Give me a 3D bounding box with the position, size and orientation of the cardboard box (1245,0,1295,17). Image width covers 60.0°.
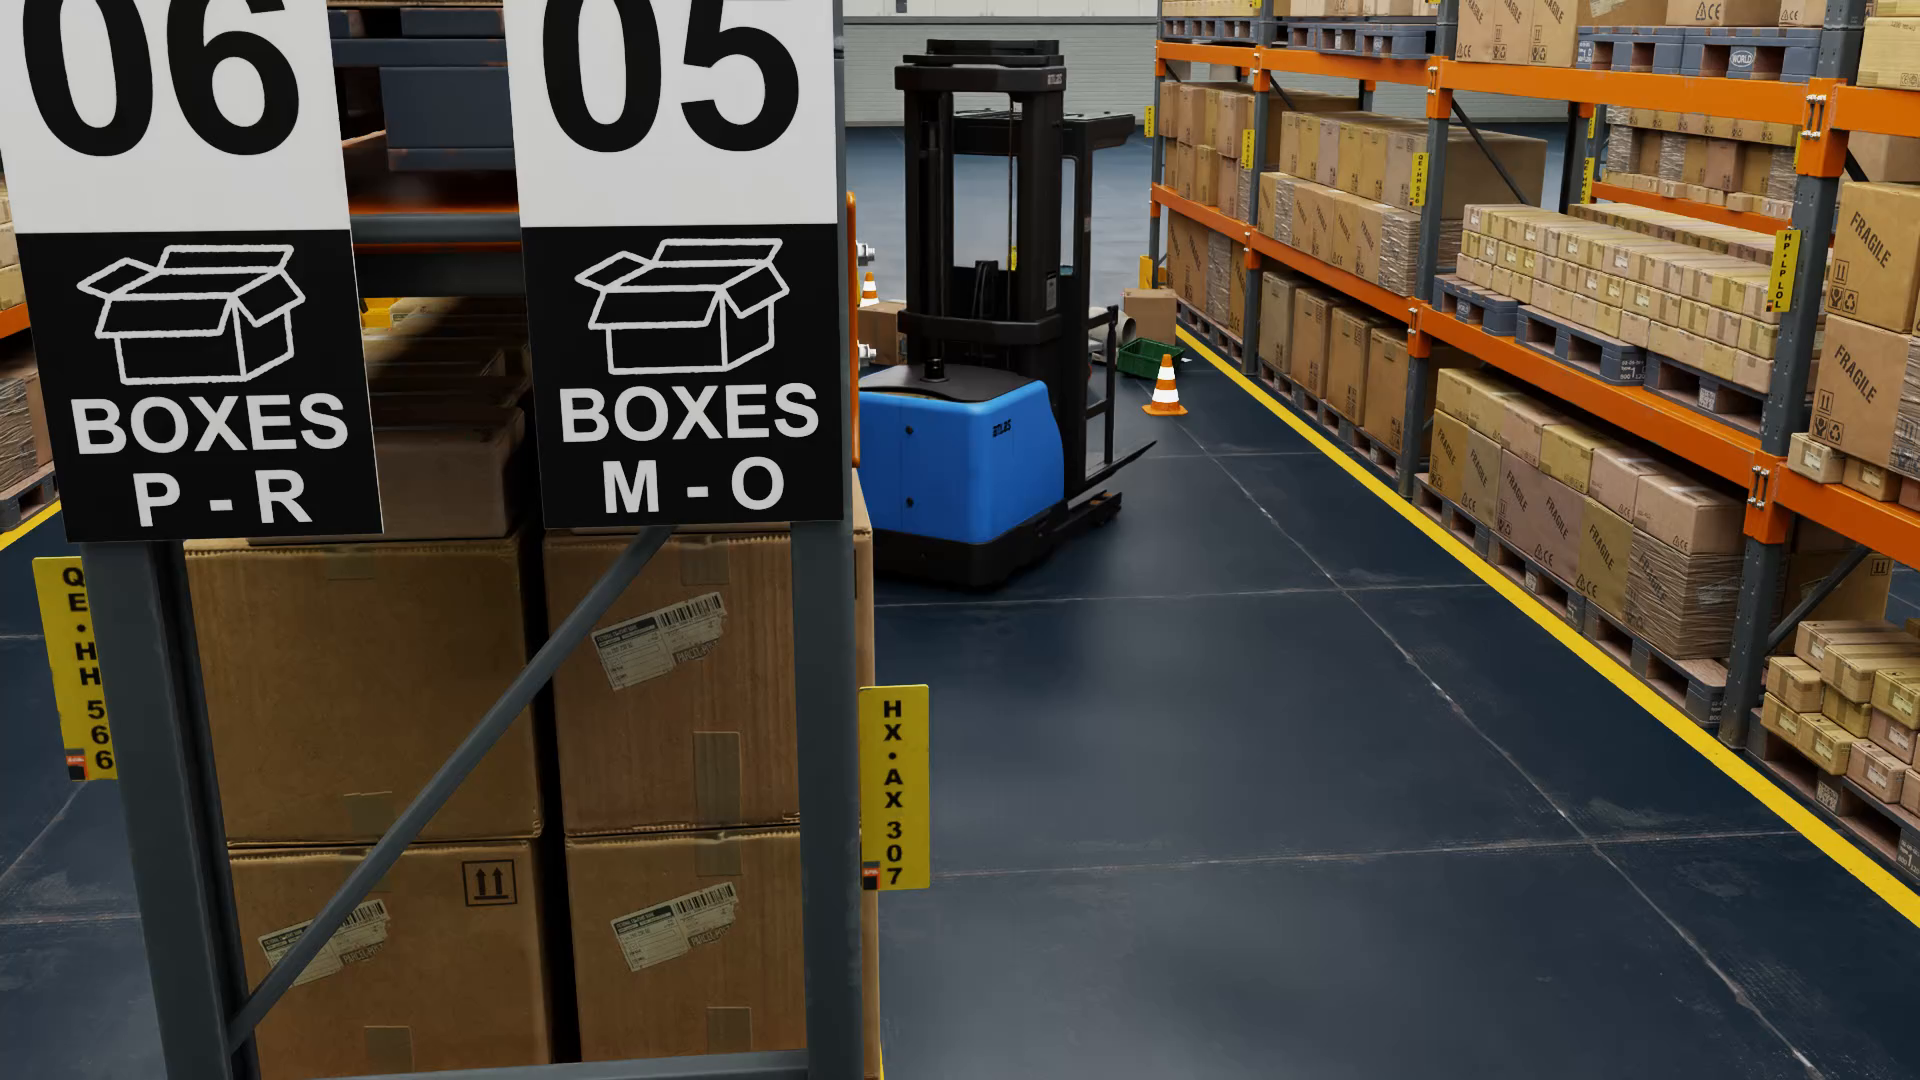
[{"bbox_3d":[2.672,-4.585,14.318,0.380,0.149,0.250,-2,18,-6],"label":"cardboard box"}]

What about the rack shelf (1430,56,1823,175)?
[{"bbox_3d":[3.647,-2.227,8.458,1.077,0.370,4.000,-2,18,-6],"label":"rack shelf"}]

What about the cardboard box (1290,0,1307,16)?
[{"bbox_3d":[2.842,-4.355,13.389,0.258,0.266,0.396,-2,18,-7],"label":"cardboard box"}]

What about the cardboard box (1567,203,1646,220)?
[{"bbox_3d":[3.947,-1.968,10.163,0.380,0.149,0.250,-2,18,-8],"label":"cardboard box"}]

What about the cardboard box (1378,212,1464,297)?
[{"bbox_3d":[3.127,-1.909,11.083,0.500,0.500,0.500,-2,18,-6],"label":"cardboard box"}]

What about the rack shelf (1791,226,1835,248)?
[{"bbox_3d":[8.178,-2.111,13.095,1.077,0.370,4.000,-2,18,-6],"label":"rack shelf"}]

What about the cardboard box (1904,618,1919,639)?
[{"bbox_3d":[4.149,0.430,6.864,0.380,0.149,0.250,-1,17,-4],"label":"cardboard box"}]

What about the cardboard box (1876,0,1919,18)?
[{"bbox_3d":[3.664,-1.991,5.919,0.500,0.250,0.500,-1,17,-4],"label":"cardboard box"}]

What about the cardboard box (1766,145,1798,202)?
[{"bbox_3d":[7.987,-3.376,15.259,0.875,0.500,0.500,-2,18,-6],"label":"cardboard box"}]

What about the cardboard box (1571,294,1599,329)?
[{"bbox_3d":[3.450,-1.204,8.722,0.380,0.149,0.250,-2,18,-7],"label":"cardboard box"}]

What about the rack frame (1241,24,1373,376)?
[{"bbox_3d":[3.028,-2.927,14.493,1.000,3.000,0.127,-2,18,-6],"label":"rack frame"}]

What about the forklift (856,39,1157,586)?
[{"bbox_3d":[0.380,-1.542,10.194,1.130,2.935,3.031,9,20,27],"label":"forklift"}]

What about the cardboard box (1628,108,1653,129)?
[{"bbox_3d":[7.389,-4.587,17.448,0.500,0.500,0.500,-2,18,-6],"label":"cardboard box"}]

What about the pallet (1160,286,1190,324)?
[{"bbox_3d":[2.776,-2.553,17.956,1.003,0.211,1.213,-2,18,-6],"label":"pallet"}]

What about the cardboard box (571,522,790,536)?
[{"bbox_3d":[-0.409,-0.117,2.624,0.380,0.149,0.250,-1,17,-4],"label":"cardboard box"}]

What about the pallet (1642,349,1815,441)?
[{"bbox_3d":[3.919,-0.684,7.669,1.003,0.211,1.213,-2,18,-6],"label":"pallet"}]

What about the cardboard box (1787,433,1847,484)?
[{"bbox_3d":[3.557,-0.329,6.638,0.380,0.149,0.250,-1,17,-4],"label":"cardboard box"}]

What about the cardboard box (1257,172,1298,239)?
[{"bbox_3d":[2.814,-2.810,13.953,0.500,0.500,0.500,-2,17,-5],"label":"cardboard box"}]

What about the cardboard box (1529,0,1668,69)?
[{"bbox_3d":[3.350,-2.738,8.717,0.500,0.500,0.500,-2,18,-6],"label":"cardboard box"}]

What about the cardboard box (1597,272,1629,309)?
[{"bbox_3d":[3.476,-1.271,8.440,0.380,0.149,0.250,-2,18,-5],"label":"cardboard box"}]

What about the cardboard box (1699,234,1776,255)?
[{"bbox_3d":[4.104,-1.505,8.688,0.380,0.149,0.250,-1,17,-4],"label":"cardboard box"}]

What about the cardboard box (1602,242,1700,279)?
[{"bbox_3d":[3.484,-1.410,8.385,0.380,0.149,0.250,-3,18,-8],"label":"cardboard box"}]

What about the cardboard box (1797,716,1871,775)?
[{"bbox_3d":[3.598,0.814,6.636,0.380,0.149,0.250,-1,17,-4],"label":"cardboard box"}]

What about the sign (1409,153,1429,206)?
[{"bbox_3d":[2.889,-2.270,10.466,0.100,0.325,0.005,-2,18,-6],"label":"sign"}]

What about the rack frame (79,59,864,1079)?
[{"bbox_3d":[-0.648,0.831,2.522,1.000,3.000,0.127,-2,18,-6],"label":"rack frame"}]

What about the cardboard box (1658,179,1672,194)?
[{"bbox_3d":[7.487,-3.658,17.239,0.380,0.149,0.250,-2,18,-6],"label":"cardboard box"}]

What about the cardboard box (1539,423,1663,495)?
[{"bbox_3d":[3.416,-0.434,8.772,0.500,0.250,0.500,-3,18,-8],"label":"cardboard box"}]

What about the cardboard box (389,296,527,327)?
[{"bbox_3d":[-1.070,-0.482,3.787,0.380,0.149,0.250,-1,17,-4],"label":"cardboard box"}]

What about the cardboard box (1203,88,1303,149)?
[{"bbox_3d":[2.870,-4.108,16.201,0.875,0.550,0.500,-2,18,-6],"label":"cardboard box"}]

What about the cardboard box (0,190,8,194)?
[{"bbox_3d":[-6.293,-2.243,11.065,0.380,0.149,0.250,-1,17,-4],"label":"cardboard box"}]

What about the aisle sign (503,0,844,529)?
[{"bbox_3d":[-0.352,-0.397,2.093,0.394,0.787,0.004,-2,18,-6],"label":"aisle sign"}]

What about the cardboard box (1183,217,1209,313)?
[{"bbox_3d":[2.844,-2.843,17.073,0.875,0.875,0.875,-2,18,-7],"label":"cardboard box"}]

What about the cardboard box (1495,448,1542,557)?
[{"bbox_3d":[3.373,-0.222,9.349,0.500,0.500,0.500,-2,18,-7],"label":"cardboard box"}]

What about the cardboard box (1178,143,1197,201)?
[{"bbox_3d":[2.710,-3.747,16.855,0.875,0.550,0.550,-2,18,-6],"label":"cardboard box"}]

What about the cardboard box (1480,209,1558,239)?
[{"bbox_3d":[3.326,-1.876,9.870,0.380,0.149,0.250,-2,18,-7],"label":"cardboard box"}]

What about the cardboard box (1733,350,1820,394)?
[{"bbox_3d":[3.615,-0.736,7.233,0.380,0.149,0.250,-2,18,-7],"label":"cardboard box"}]

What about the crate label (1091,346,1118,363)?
[{"bbox_3d":[1.365,-1.711,15.399,0.250,0.136,0.298,16,24,42],"label":"crate label"}]

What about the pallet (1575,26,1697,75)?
[{"bbox_3d":[3.785,-2.381,8.060,1.213,0.211,1.003,-2,18,-6],"label":"pallet"}]

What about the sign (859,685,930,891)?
[{"bbox_3d":[-0.095,0.365,2.429,0.100,0.325,0.005,-2,18,-6],"label":"sign"}]

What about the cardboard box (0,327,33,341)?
[{"bbox_3d":[-6.685,-1.271,12.480,0.875,0.625,0.625,-2,18,-6],"label":"cardboard box"}]

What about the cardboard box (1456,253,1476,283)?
[{"bbox_3d":[3.286,-1.676,10.227,0.380,0.149,0.250,-2,18,-6],"label":"cardboard box"}]

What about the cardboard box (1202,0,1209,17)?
[{"bbox_3d":[2.514,-5.040,15.766,0.380,0.149,0.250,-2,18,-6],"label":"cardboard box"}]

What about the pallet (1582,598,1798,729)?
[{"bbox_3d":[3.771,0.555,8.057,1.003,0.211,1.213,-2,18,-6],"label":"pallet"}]

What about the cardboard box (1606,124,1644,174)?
[{"bbox_3d":[7.589,-4.267,18.097,0.875,0.500,0.500,-2,18,-6],"label":"cardboard box"}]

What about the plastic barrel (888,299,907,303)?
[{"bbox_3d":[-0.579,-2.138,16.281,0.512,0.421,0.421,11,21,32],"label":"plastic barrel"}]

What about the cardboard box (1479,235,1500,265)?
[{"bbox_3d":[3.321,-1.727,9.892,0.380,0.149,0.250,-1,17,-3],"label":"cardboard box"}]

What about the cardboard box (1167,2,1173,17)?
[{"bbox_3d":[2.359,-5.490,17.201,0.380,0.149,0.250,-2,18,-5],"label":"cardboard box"}]

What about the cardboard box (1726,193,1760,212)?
[{"bbox_3d":[7.538,-3.208,15.806,0.380,0.149,0.250,-2,18,-6],"label":"cardboard box"}]

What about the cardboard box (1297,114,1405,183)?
[{"bbox_3d":[3.140,-3.151,13.370,0.700,0.500,0.500,-2,18,-7],"label":"cardboard box"}]
